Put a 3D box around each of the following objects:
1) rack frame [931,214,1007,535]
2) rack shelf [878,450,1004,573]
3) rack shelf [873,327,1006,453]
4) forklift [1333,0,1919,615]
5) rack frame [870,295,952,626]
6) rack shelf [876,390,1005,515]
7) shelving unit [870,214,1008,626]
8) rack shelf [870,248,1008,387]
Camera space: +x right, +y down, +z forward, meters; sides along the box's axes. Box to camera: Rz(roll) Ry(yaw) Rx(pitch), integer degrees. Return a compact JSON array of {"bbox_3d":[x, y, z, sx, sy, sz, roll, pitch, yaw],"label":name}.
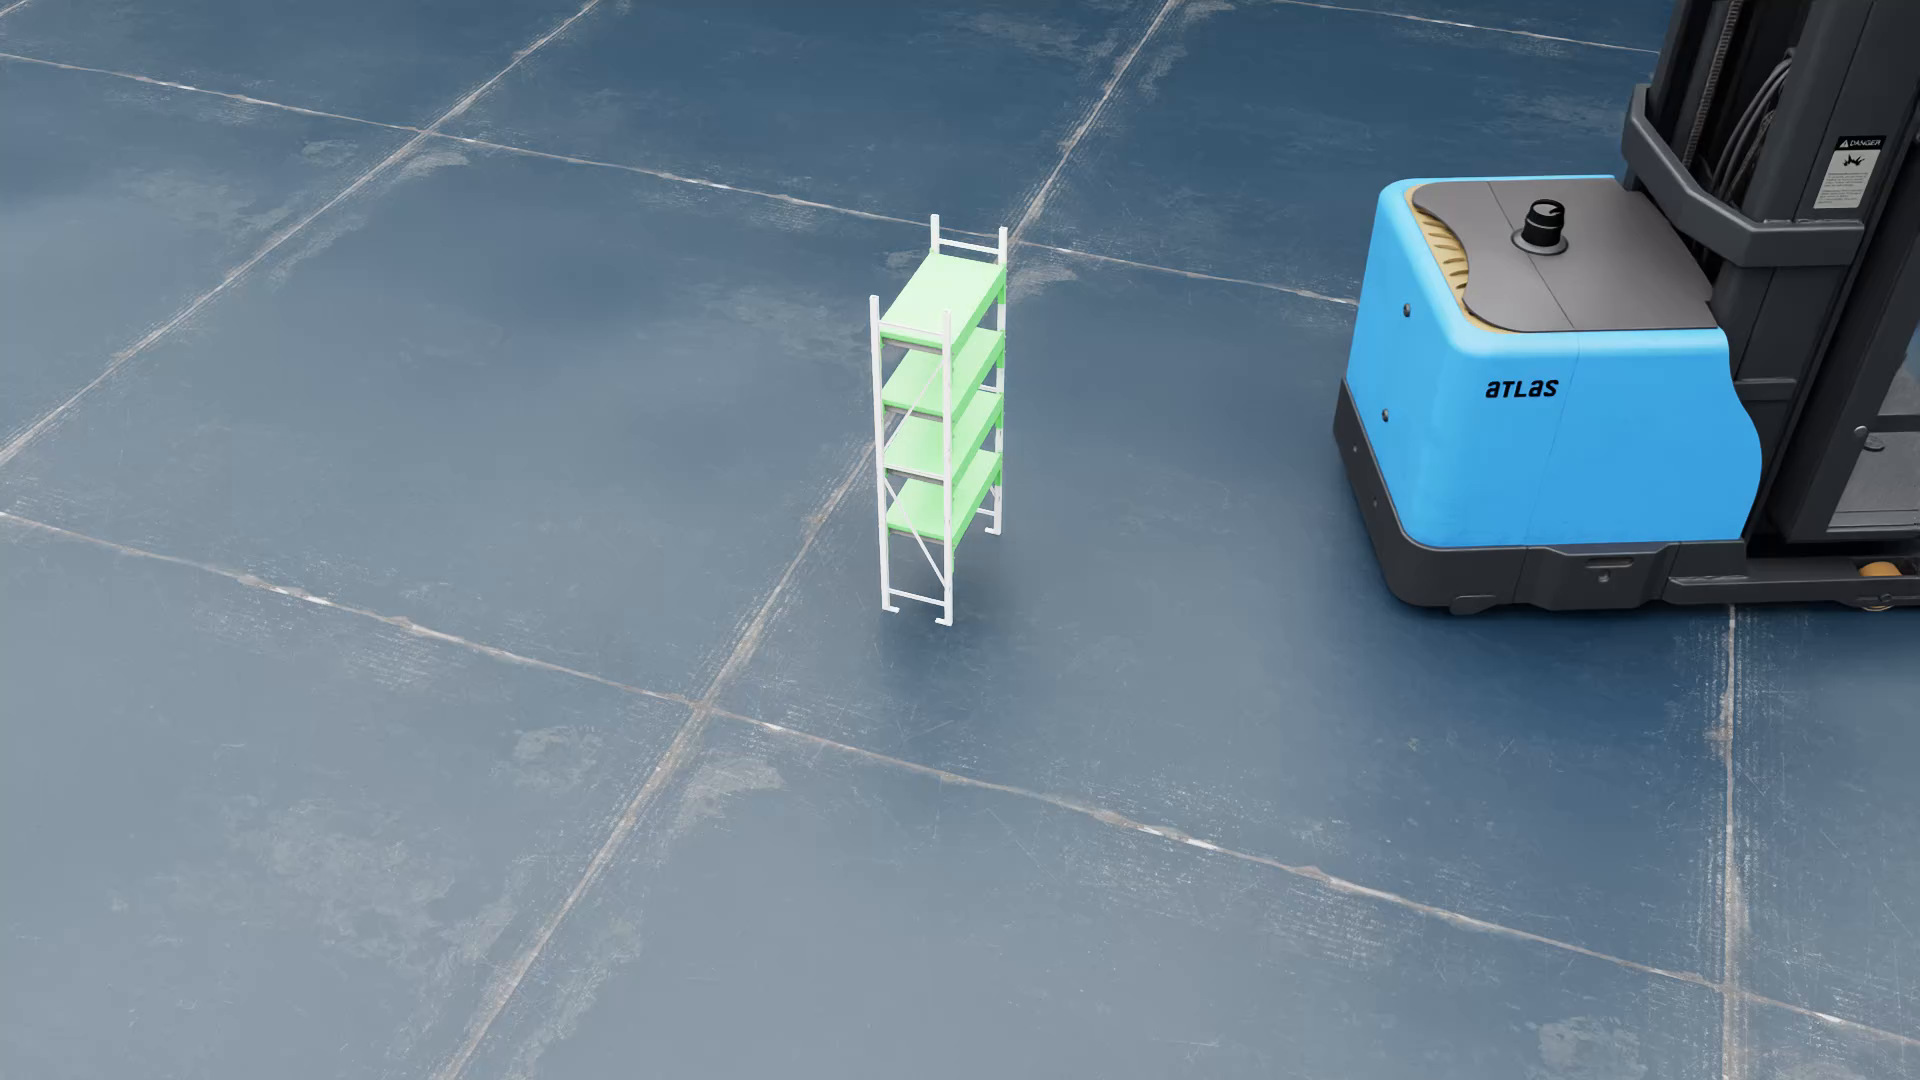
[{"bbox_3d":[0.027,-0.504,5.417,0.240,1.200,0.015,13,42,15],"label":"rack frame"},{"bbox_3d":[-0.057,-0.124,5.439,0.258,0.148,0.480,13,42,15],"label":"rack shelf"},{"bbox_3d":[-0.057,-0.489,5.128,0.258,0.148,0.480,13,42,15],"label":"rack shelf"},{"bbox_3d":[2.901,-1.225,4.927,3.031,2.935,1.130,-2,40,-2],"label":"forklift"},{"bbox_3d":[-0.140,-0.207,5.068,0.240,1.200,0.015,13,42,15],"label":"rack frame"},{"bbox_3d":[-0.057,-0.307,5.284,0.258,0.148,0.480,13,42,15],"label":"rack shelf"},{"bbox_3d":[-0.057,-0.355,5.242,0.258,1.200,0.503,13,42,15],"label":"shelving unit"},{"bbox_3d":[-0.057,-0.672,4.972,0.258,0.148,0.480,13,42,15],"label":"rack shelf"}]
